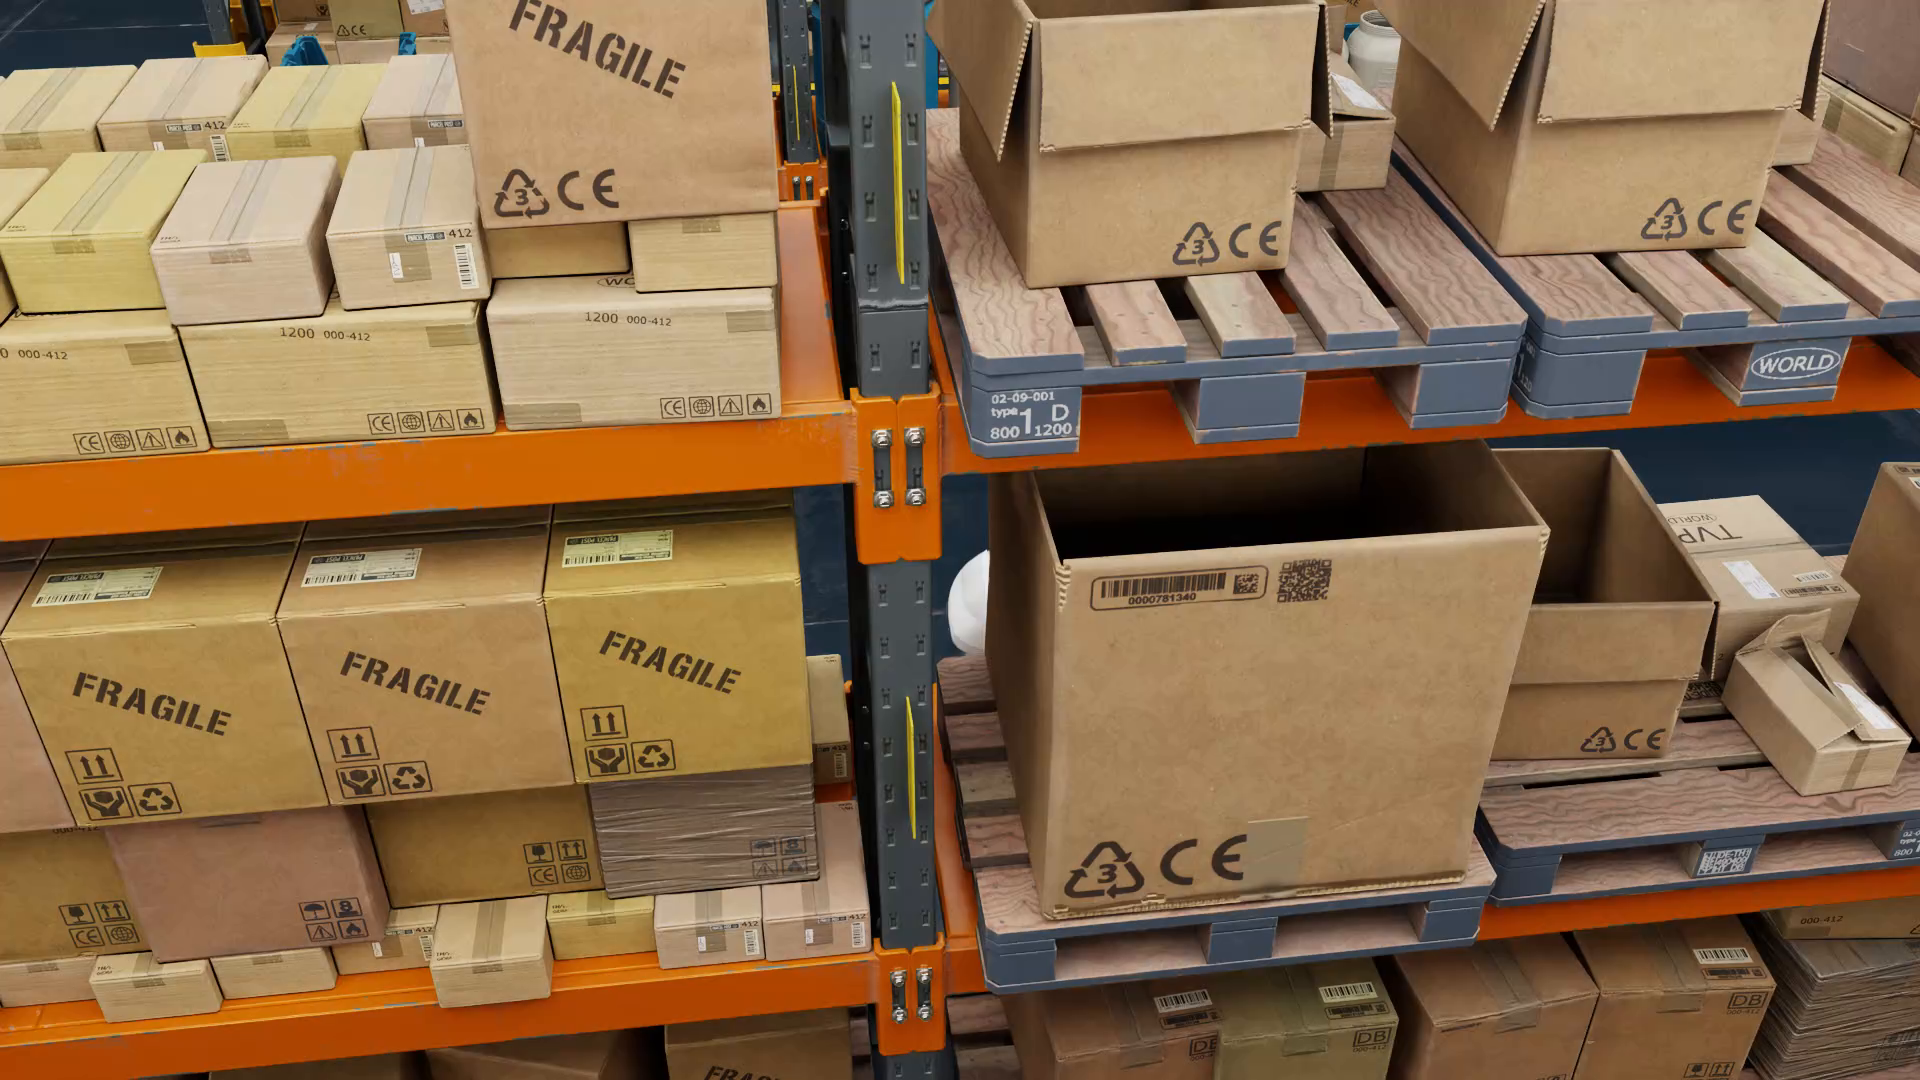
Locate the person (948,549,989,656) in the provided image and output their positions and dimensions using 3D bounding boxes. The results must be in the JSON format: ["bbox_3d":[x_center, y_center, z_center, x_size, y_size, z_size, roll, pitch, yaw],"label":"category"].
[{"bbox_3d":[0.432,0.438,5.944,0.946,1.264,0.513,-1,35,-2],"label":"person"}]
